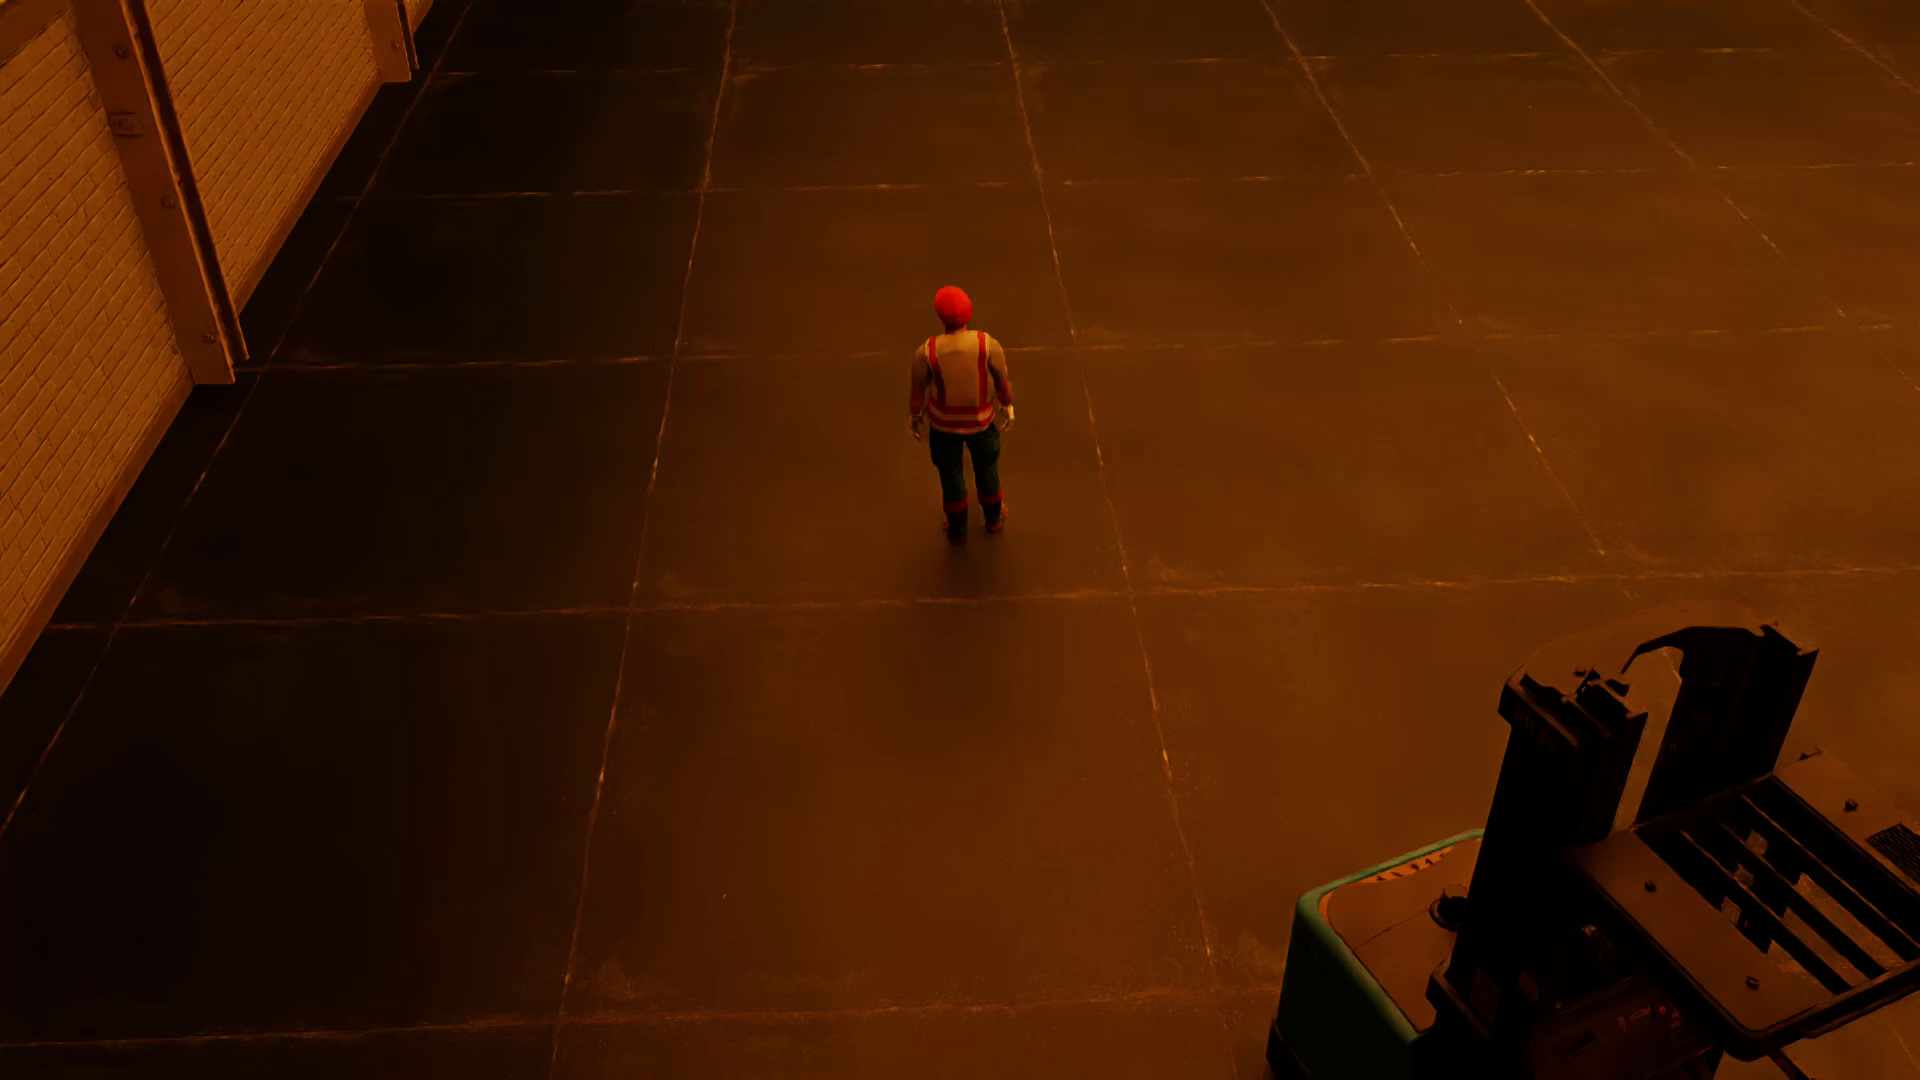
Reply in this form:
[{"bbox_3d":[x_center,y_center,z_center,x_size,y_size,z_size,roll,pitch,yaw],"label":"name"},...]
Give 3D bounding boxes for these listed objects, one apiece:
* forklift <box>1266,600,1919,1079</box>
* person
[{"bbox_3d":[2.412,1.788,5.556,1.130,2.935,3.031,-15,39,-20],"label":"forklift"},{"bbox_3d":[0.007,-0.776,10.035,0.637,1.787,0.563,-2,36,-2],"label":"person"}]
